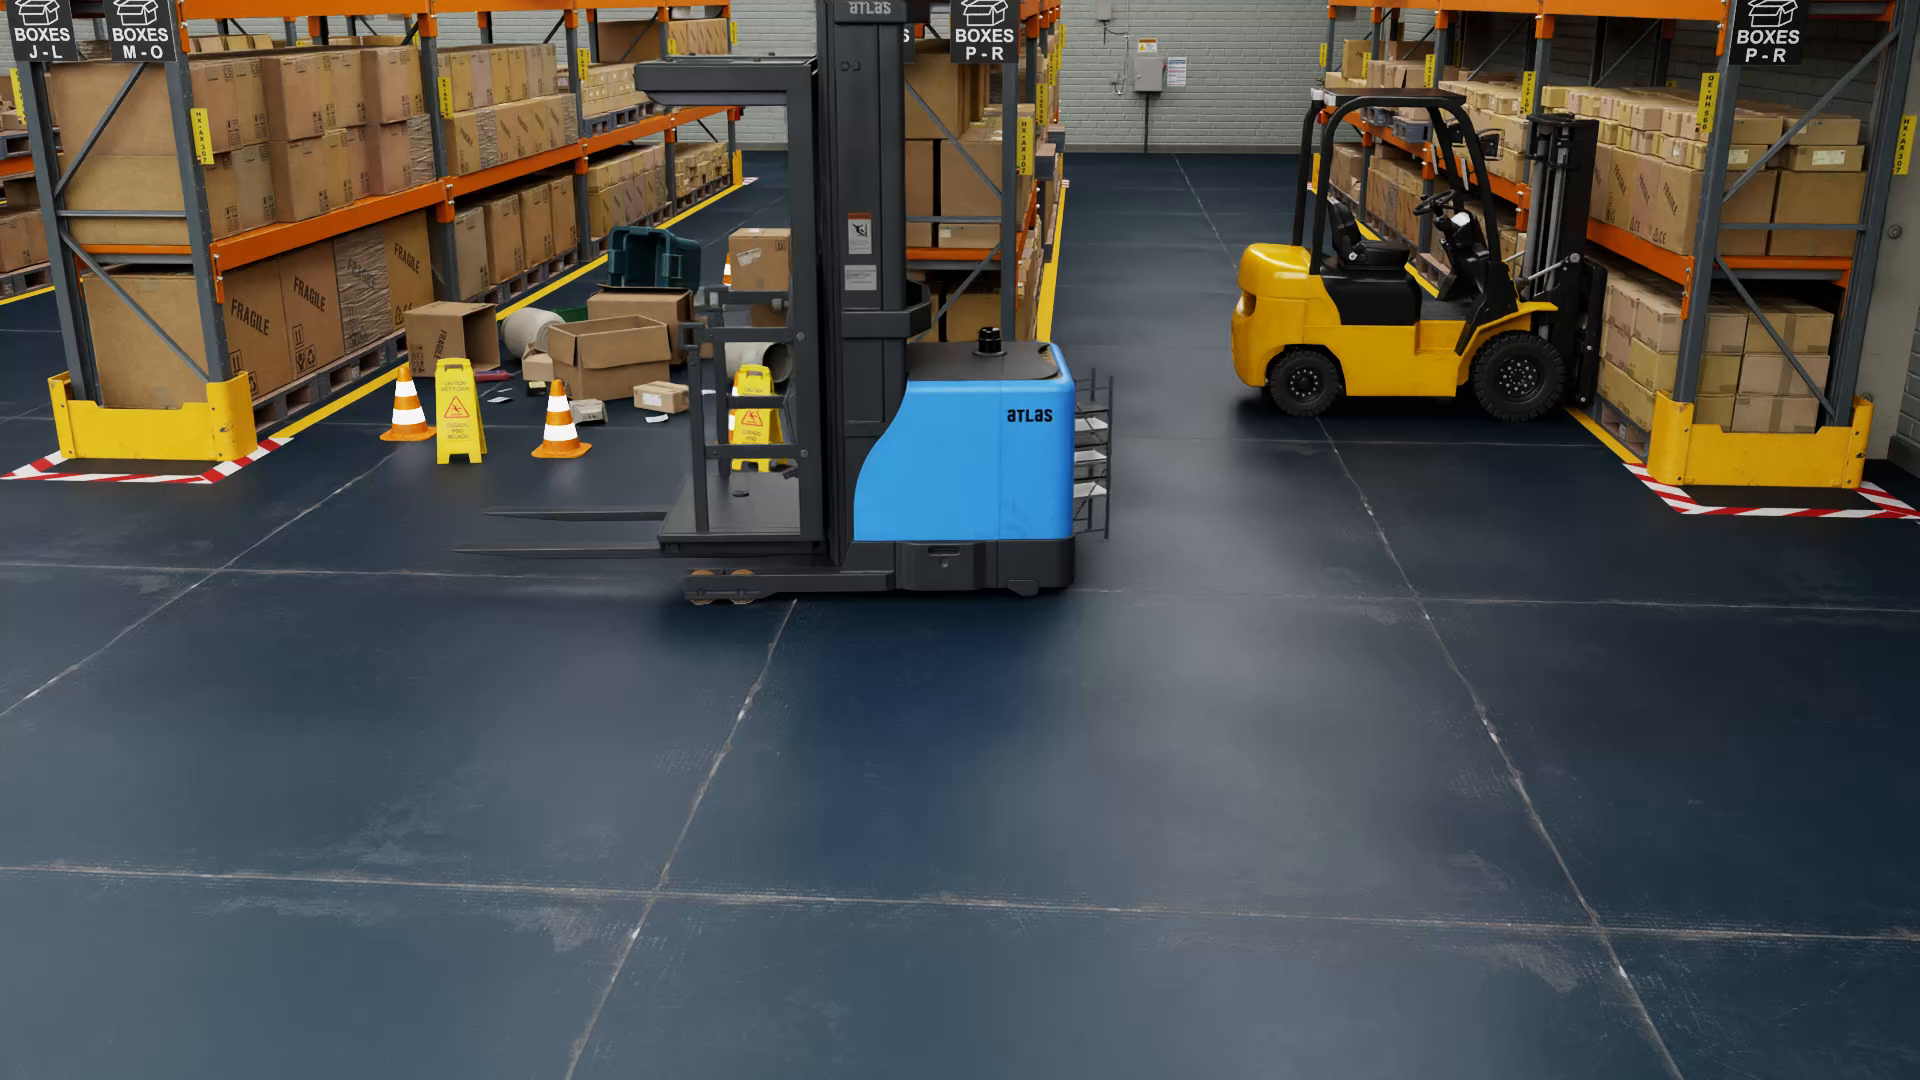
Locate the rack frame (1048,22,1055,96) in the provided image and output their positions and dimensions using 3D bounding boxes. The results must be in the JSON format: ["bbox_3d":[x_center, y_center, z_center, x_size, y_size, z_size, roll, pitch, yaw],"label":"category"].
[{"bbox_3d":[0.696,-5.640,21.318,1.000,3.000,0.127,1,18,4],"label":"rack frame"}]

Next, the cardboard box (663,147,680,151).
[{"bbox_3d":[-4.319,-5.691,24.423,0.380,0.149,0.250,0,18,1],"label":"cardboard box"}]

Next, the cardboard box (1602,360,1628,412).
[{"bbox_3d":[4.551,-1.003,10.909,0.500,0.250,0.500,1,18,4],"label":"cardboard box"}]

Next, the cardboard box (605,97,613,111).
[{"bbox_3d":[-4.229,-5.025,19.170,0.380,0.149,0.250,2,18,6],"label":"cardboard box"}]

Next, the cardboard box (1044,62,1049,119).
[{"bbox_3d":[0.593,-4.321,15.980,0.500,0.500,0.500,0,18,0],"label":"cardboard box"}]

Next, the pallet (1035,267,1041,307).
[{"bbox_3d":[0.262,-2.452,16.067,1.003,0.211,1.213,1,18,4],"label":"pallet"}]

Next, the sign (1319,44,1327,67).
[{"bbox_3d":[5.393,-7.196,24.676,0.100,0.325,0.005,1,18,4],"label":"sign"}]

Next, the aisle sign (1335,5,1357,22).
[{"bbox_3d":[5.646,-8.036,24.454,0.394,0.787,0.004,1,18,4],"label":"aisle sign"}]

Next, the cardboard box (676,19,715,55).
[{"bbox_3d":[-3.811,-7.159,23.708,0.500,0.500,0.500,2,18,7],"label":"cardboard box"}]

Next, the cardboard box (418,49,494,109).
[{"bbox_3d":[-4.721,-4.228,15.243,0.700,0.500,0.500,1,18,4],"label":"cardboard box"}]

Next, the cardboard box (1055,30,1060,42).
[{"bbox_3d":[1.178,-7.087,23.967,0.500,0.500,0.500,1,18,4],"label":"cardboard box"}]

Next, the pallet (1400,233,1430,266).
[{"bbox_3d":[5.452,-3.194,18.331,1.003,0.211,1.213,1,18,4],"label":"pallet"}]

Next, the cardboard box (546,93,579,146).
[{"bbox_3d":[-4.300,-4.378,17.307,0.500,0.500,0.500,1,18,4],"label":"cardboard box"}]

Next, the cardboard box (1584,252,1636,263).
[{"bbox_3d":[4.655,-1.957,12.214,0.500,0.250,0.500,2,18,6],"label":"cardboard box"}]

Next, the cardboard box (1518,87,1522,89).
[{"bbox_3d":[5.508,-4.218,15.776,0.380,0.149,0.250,1,18,4],"label":"cardboard box"}]

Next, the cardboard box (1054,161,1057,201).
[{"bbox_3d":[0.848,-4.814,22.239,0.875,0.438,0.875,1,18,3],"label":"cardboard box"}]

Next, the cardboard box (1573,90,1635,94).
[{"bbox_3d":[4.817,-3.288,12.459,0.380,0.149,0.250,1,18,3],"label":"cardboard box"}]

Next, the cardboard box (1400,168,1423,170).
[{"bbox_3d":[5.335,-4.253,19.384,0.380,0.149,0.250,1,18,4],"label":"cardboard box"}]

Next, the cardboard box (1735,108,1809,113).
[{"bbox_3d":[5.114,-2.639,10.480,0.380,0.149,0.250,1,18,4],"label":"cardboard box"}]

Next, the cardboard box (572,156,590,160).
[{"bbox_3d":[-4.670,-4.378,19.601,0.500,0.250,0.500,2,18,5],"label":"cardboard box"}]

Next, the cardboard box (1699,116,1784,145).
[{"bbox_3d":[4.603,-2.416,9.800,0.380,0.149,0.250,1,18,4],"label":"cardboard box"}]

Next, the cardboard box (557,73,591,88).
[{"bbox_3d":[-4.292,-5.062,18.329,0.380,0.149,0.250,1,18,2],"label":"cardboard box"}]

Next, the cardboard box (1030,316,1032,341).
[{"bbox_3d":[0.279,-1.535,12.532,0.500,0.250,0.500,2,18,5],"label":"cardboard box"}]

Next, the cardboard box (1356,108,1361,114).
[{"bbox_3d":[5.410,-5.678,21.838,0.380,0.149,0.250,2,18,5],"label":"cardboard box"}]

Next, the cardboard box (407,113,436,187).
[{"bbox_3d":[-4.836,-3.191,13.603,0.875,0.550,0.550,1,18,4],"label":"cardboard box"}]

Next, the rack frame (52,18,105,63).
[{"bbox_3d":[-13.842,-7.214,26.122,1.000,3.000,0.127,1,18,4],"label":"rack frame"}]

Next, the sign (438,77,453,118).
[{"bbox_3d":[-4.268,-3.671,13.793,0.100,0.325,0.005,1,18,4],"label":"sign"}]

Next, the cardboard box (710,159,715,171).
[{"bbox_3d":[-3.775,-5.455,24.179,0.380,0.149,0.250,2,18,5],"label":"cardboard box"}]

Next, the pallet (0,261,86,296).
[{"bbox_3d":[-9.623,-2.673,16.742,1.003,0.211,1.213,1,18,4],"label":"pallet"}]

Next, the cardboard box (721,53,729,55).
[{"bbox_3d":[-3.737,-7.005,24.845,0.500,0.500,0.500,2,18,5],"label":"cardboard box"}]

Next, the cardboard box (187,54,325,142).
[{"bbox_3d":[-4.920,-3.035,11.392,0.875,0.550,0.550,1,18,4],"label":"cardboard box"}]

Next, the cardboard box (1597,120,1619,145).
[{"bbox_3d":[4.658,-2.828,11.535,0.380,0.149,0.250,1,18,3],"label":"cardboard box"}]

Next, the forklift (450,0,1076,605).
[{"bbox_3d":[-0.971,-1.248,8.024,3.031,2.935,1.130,0,18,-1],"label":"forklift"}]

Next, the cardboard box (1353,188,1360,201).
[{"bbox_3d":[5.394,-4.555,21.910,0.380,0.149,0.250,1,18,2],"label":"cardboard box"}]

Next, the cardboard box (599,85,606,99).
[{"bbox_3d":[-4.249,-5.089,18.889,0.380,0.149,0.250,1,18,4],"label":"cardboard box"}]

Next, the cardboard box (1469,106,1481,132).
[{"bbox_3d":[4.981,-3.845,15.278,0.500,0.250,0.500,2,18,5],"label":"cardboard box"}]

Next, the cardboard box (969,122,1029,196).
[{"bbox_3d":[0.216,-2.562,11.286,0.500,0.500,0.500,1,18,3],"label":"cardboard box"}]

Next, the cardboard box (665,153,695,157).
[{"bbox_3d":[-3.936,-5.358,23.406,0.380,0.149,0.250,1,18,2],"label":"cardboard box"}]

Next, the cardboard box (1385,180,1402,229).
[{"bbox_3d":[5.276,-3.915,19.394,0.500,0.500,0.500,1,18,2],"label":"cardboard box"}]

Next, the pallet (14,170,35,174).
[{"bbox_3d":[-13.940,-5.634,25.777,1.003,0.211,1.213,1,18,4],"label":"pallet"}]

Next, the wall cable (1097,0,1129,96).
[{"bbox_3d":[2.779,-9.089,30.211,0.588,1.984,0.122,1,18,4],"label":"wall cable"}]

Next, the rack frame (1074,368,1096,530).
[{"bbox_3d":[0.607,-0.472,8.919,0.240,0.900,0.006,-7,20,-22],"label":"rack frame"}]

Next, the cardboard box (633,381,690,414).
[{"bbox_3d":[-2.085,-1.010,11.767,0.380,0.149,0.250,12,22,32],"label":"cardboard box"}]

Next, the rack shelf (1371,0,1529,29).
[{"bbox_3d":[5.504,-5.993,18.732,1.077,0.370,4.000,1,18,4],"label":"rack shelf"}]

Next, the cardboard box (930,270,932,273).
[{"bbox_3d":[-0.386,-1.919,11.456,0.380,0.149,0.250,2,18,5],"label":"cardboard box"}]

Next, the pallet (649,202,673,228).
[{"bbox_3d":[-4.303,-4.152,21.255,1.003,0.211,1.213,1,18,4],"label":"pallet"}]

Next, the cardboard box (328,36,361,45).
[{"bbox_3d":[-9.241,-7.231,24.734,0.500,0.500,0.500,1,18,3],"label":"cardboard box"}]

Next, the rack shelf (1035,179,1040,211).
[{"bbox_3d":[0.266,-3.434,15.743,1.077,0.370,4.000,1,18,4],"label":"rack shelf"}]

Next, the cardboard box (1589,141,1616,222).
[{"bbox_3d":[4.668,-2.486,11.532,0.500,0.500,0.500,1,18,4],"label":"cardboard box"}]

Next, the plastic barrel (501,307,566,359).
[{"bbox_3d":[-3.373,-1.623,13.198,0.512,0.421,0.421,17,25,41],"label":"plastic barrel"}]

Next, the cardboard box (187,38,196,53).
[{"bbox_3d":[-9.357,-5.572,19.339,0.797,0.503,0.637,2,18,5],"label":"cardboard box"}]

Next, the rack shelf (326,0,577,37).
[{"bbox_3d":[-4.678,-4.939,15.517,1.077,0.370,4.000,1,18,4],"label":"rack shelf"}]

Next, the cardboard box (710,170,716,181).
[{"bbox_3d":[-3.774,-5.318,24.240,0.380,0.149,0.250,0,18,1],"label":"cardboard box"}]

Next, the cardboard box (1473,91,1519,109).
[{"bbox_3d":[4.881,-3.994,15.092,0.380,0.149,0.250,1,18,2],"label":"cardboard box"}]

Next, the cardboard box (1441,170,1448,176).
[{"bbox_3d":[5.748,-4.166,19.117,0.380,0.149,0.250,1,18,4],"label":"cardboard box"}]

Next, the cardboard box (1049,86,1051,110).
[{"bbox_3d":[0.778,-5.031,18.897,0.500,0.250,0.500,1,18,4],"label":"cardboard box"}]

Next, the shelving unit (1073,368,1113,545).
[{"bbox_3d":[0.646,-0.443,8.830,0.258,0.900,0.210,-7,20,-22],"label":"shelving unit"}]
